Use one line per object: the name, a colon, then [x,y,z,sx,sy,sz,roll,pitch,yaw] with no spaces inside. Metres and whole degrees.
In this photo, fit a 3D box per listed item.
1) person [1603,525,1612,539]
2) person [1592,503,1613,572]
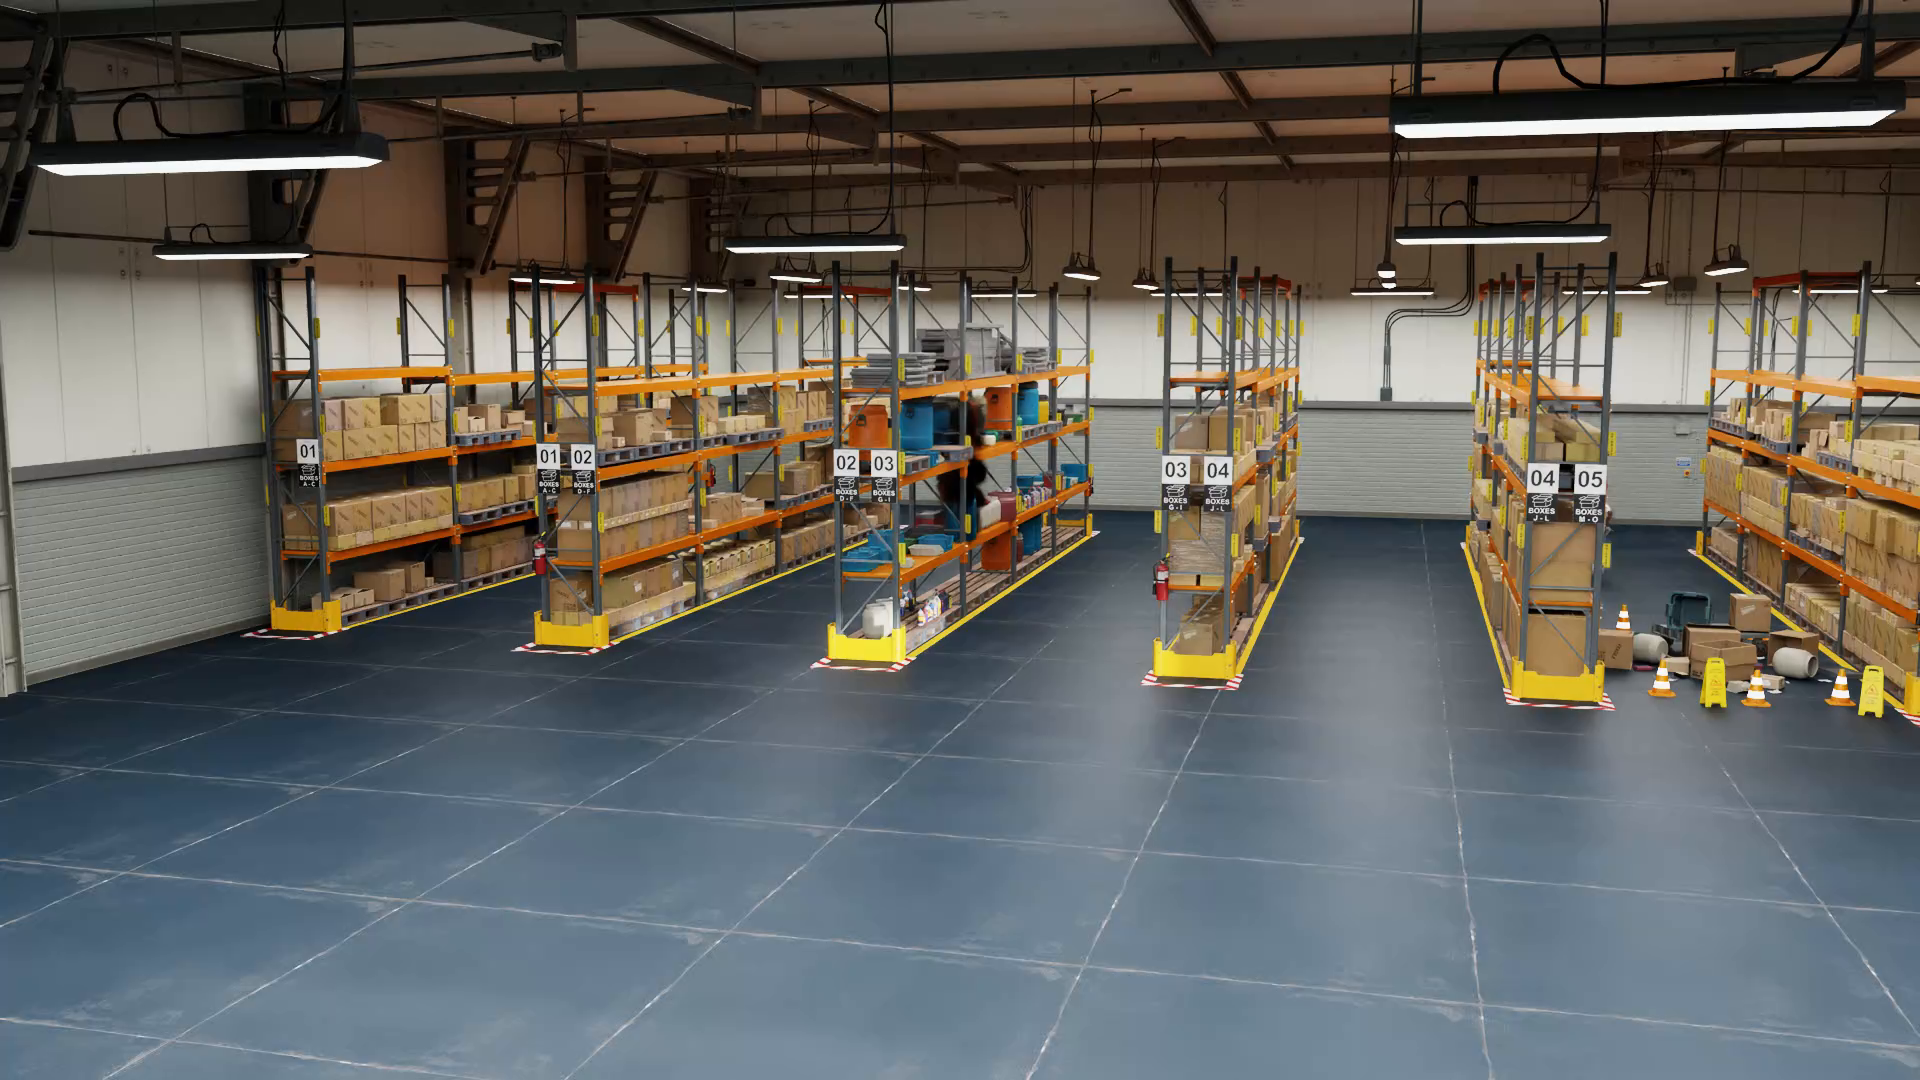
person: [14.589,-0.734,38.732,1.072,1.733,0.664,2,8,15]
person: [12.986,-0.185,34.106,0.641,1.856,0.745,1,7,9]
